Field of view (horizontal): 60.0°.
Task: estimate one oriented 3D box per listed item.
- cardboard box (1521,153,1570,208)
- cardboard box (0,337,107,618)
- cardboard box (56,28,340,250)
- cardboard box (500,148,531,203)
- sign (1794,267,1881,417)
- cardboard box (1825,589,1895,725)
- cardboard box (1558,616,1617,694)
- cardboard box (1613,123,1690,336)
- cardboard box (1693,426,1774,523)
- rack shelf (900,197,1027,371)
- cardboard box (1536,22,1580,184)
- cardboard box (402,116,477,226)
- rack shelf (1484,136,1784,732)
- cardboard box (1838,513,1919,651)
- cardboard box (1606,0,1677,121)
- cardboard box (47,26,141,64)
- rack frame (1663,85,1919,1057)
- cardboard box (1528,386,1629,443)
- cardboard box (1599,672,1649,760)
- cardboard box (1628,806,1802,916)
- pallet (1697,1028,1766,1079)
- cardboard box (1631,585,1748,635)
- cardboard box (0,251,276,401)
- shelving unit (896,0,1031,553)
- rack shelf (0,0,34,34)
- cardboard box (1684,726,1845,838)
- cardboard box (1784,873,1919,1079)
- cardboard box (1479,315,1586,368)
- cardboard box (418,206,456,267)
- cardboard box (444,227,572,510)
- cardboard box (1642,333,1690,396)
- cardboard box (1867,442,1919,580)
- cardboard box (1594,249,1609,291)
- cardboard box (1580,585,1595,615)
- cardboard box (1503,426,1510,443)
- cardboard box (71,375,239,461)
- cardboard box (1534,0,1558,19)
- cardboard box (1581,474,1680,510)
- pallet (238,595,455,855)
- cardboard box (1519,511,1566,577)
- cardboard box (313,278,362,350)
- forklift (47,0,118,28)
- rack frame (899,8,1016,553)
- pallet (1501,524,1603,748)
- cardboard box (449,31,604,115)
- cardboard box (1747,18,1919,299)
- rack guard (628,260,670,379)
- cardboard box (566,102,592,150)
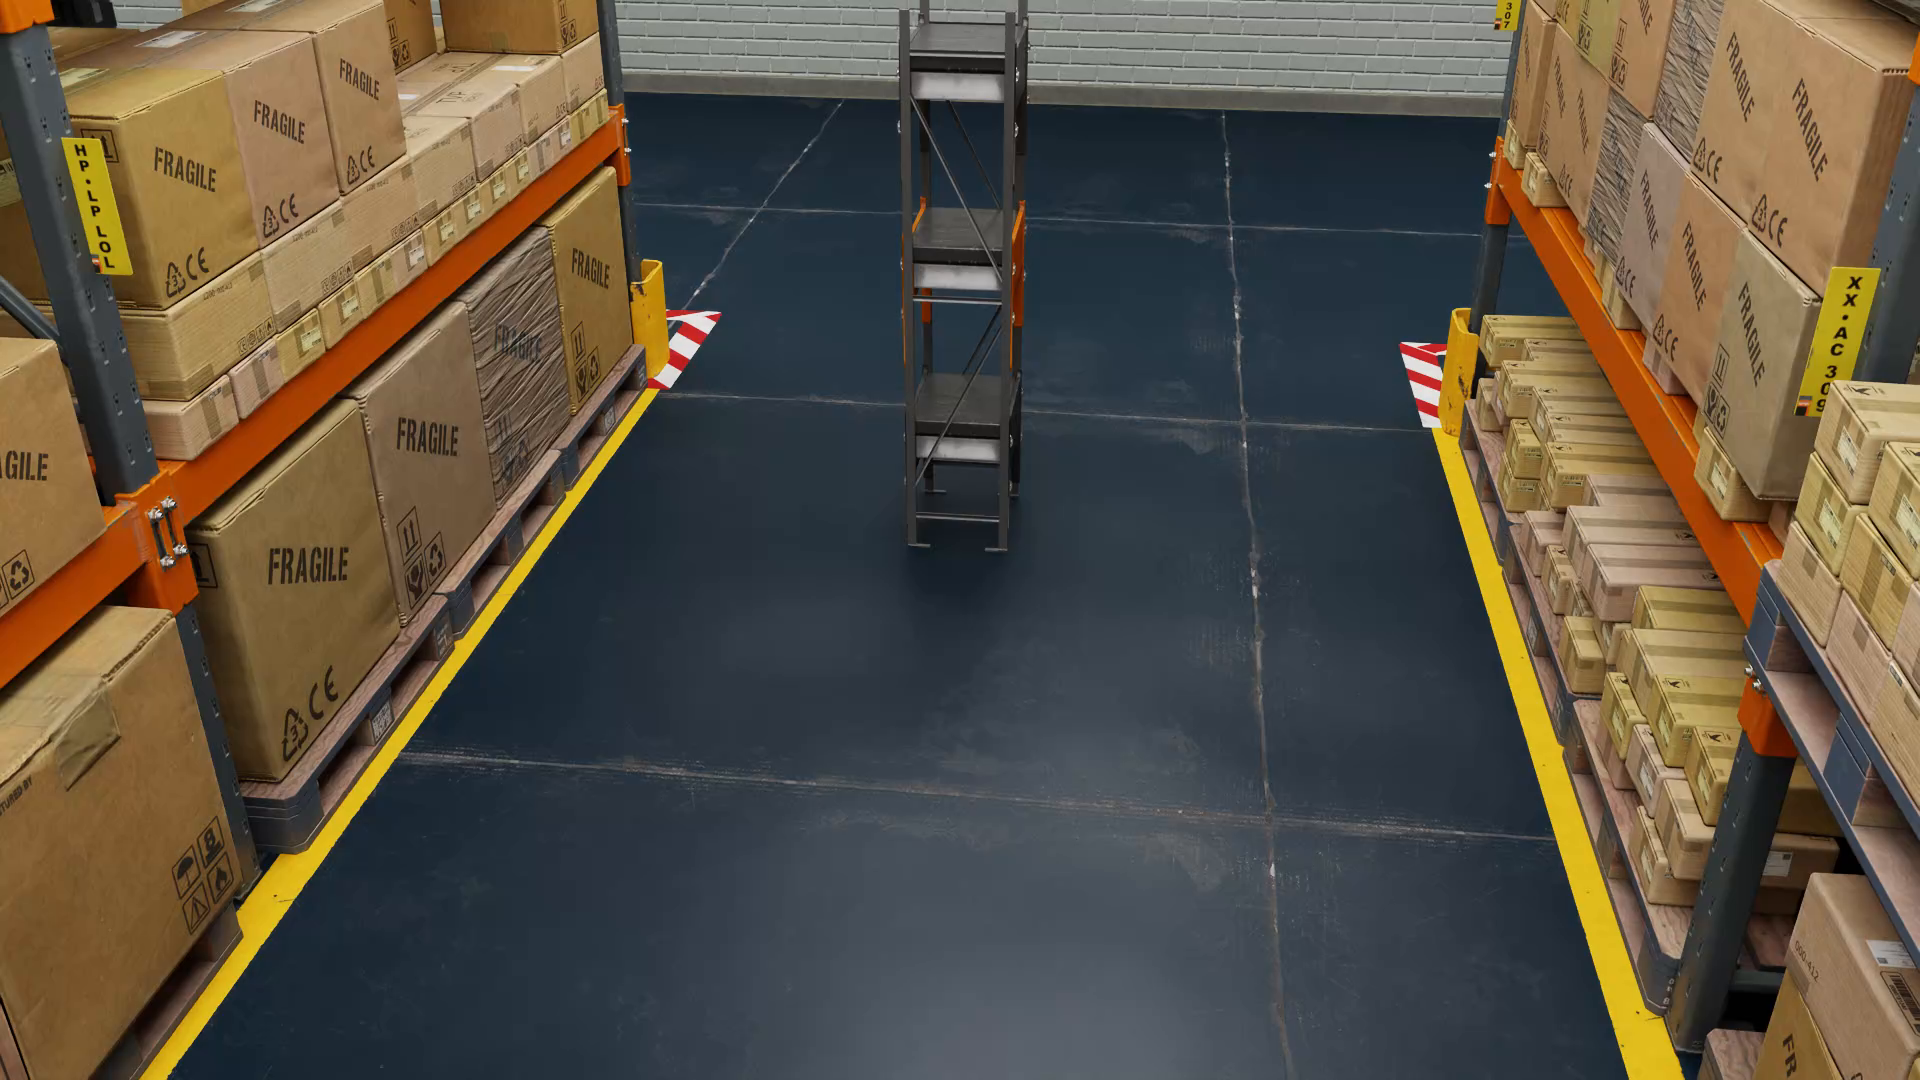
[{"bbox_3d":[2.397,-1.388,6.428,0.380,0.149,0.250,3,28,5],"label":"cardboard box"},{"bbox_3d":[-2.349,-0.138,3.739,0.500,0.500,0.500,3,29,6],"label":"cardboard box"},{"bbox_3d":[-2.182,-1.167,4.808,0.500,0.500,0.500,3,28,6],"label":"cardboard box"},{"bbox_3d":[-1.913,-1.435,6.516,0.380,0.149,0.250,3,28,5],"label":"cardboard box"},{"bbox_3d":[1.808,-0.404,3.424,0.100,0.325,0.005,3,28,6],"label":"sign"},{"bbox_3d":[1.815,0.221,3.000,0.380,0.149,0.250,4,29,7],"label":"cardboard box"},{"bbox_3d":[2.184,0.384,5.438,0.380,0.149,0.250,3,28,6],"label":"cardboard box"},{"bbox_3d":[2.254,-0.892,4.824,0.500,0.500,0.500,3,28,6],"label":"cardboard box"},{"bbox_3d":[2.074,-0.160,4.149,0.380,0.149,0.250,3,28,5],"label":"cardboard box"},{"bbox_3d":[0.020,-0.990,6.403,0.431,0.518,0.480,3,28,6],"label":"rack shelf"},{"bbox_3d":[2.468,-1.604,6.145,0.500,0.500,0.500,3,29,6],"label":"cardboard box"},{"bbox_3d":[-2.053,-1.311,5.865,0.500,0.250,0.500,3,29,6],"label":"cardboard box"},{"bbox_3d":[2.593,-0.619,5.495,1.077,0.370,4.000,3,28,6],"label":"rack shelf"},{"bbox_3d":[1.813,0.081,2.946,0.380,0.149,0.250,3,28,5],"label":"cardboard box"},{"bbox_3d":[2.319,-1.575,5.038,0.500,0.500,0.500,2,28,5],"label":"cardboard box"},{"bbox_3d":[-2.706,-1.193,4.856,0.500,0.500,0.500,4,29,7],"label":"cardboard box"},{"bbox_3d":[2.348,0.005,3.577,1.000,3.000,0.127,3,28,6],"label":"rack frame"},{"bbox_3d":[2.416,-0.473,6.401,0.380,0.149,0.250,2,28,4],"label":"cardboard box"},{"bbox_3d":[2.107,0.523,4.867,0.380,0.149,0.250,2,28,4],"label":"cardboard box"},{"bbox_3d":[2.058,0.871,4.533,0.380,0.149,0.250,4,29,7],"label":"cardboard box"},{"bbox_3d":[2.254,1.600,3.558,1.003,0.211,1.213,3,28,6],"label":"pallet"},{"bbox_3d":[2.258,0.273,5.016,0.380,0.149,0.250,4,29,8],"label":"cardboard box"},{"bbox_3d":[-2.245,-0.601,4.548,0.500,0.250,0.500,3,28,5],"label":"cardboard box"},{"bbox_3d":[0.020,-1.002,6.397,0.431,2.100,0.503,3,28,6],"label":"shelving unit"},{"bbox_3d":[-2.808,-0.393,1.912,1.077,0.370,4.000,3,28,6],"label":"rack shelf"},{"bbox_3d":[2.133,0.631,4.352,0.380,0.149,0.250,4,29,8],"label":"cardboard box"},{"bbox_3d":[1.995,0.923,3.276,0.500,0.250,0.500,2,28,4],"label":"cardboard box"},{"bbox_3d":[2.436,-0.842,7.087,0.380,0.149,0.250,2,28,4],"label":"cardboard box"},{"bbox_3d":[-2.007,-1.074,5.845,0.380,0.149,0.250,3,28,5],"label":"cardboard box"},{"bbox_3d":[-2.183,-0.729,6.737,0.875,0.875,0.875,3,28,6],"label":"cardboard box"},{"bbox_3d":[2.225,-0.531,4.839,0.380,0.149,0.250,2,28,4],"label":"cardboard box"},{"bbox_3d":[1.815,-0.040,2.857,0.380,0.149,0.250,4,29,8],"label":"cardboard box"},{"bbox_3d":[2.332,-0.896,5.516,0.380,0.149,0.250,4,29,8],"label":"cardboard box"},{"bbox_3d":[2.300,0.164,5.532,0.380,0.149,0.250,2,28,4],"label":"cardboard box"},{"bbox_3d":[2.505,-0.451,6.988,0.380,0.149,0.250,3,28,6],"label":"cardboard box"},{"bbox_3d":[-2.196,-0.340,4.483,0.380,0.149,0.250,3,29,6],"label":"cardboard box"},{"bbox_3d":[2.519,-2.297,6.377,0.500,0.500,0.500,3,28,6],"label":"cardboard box"},{"bbox_3d":[2.359,-0.098,5.705,0.380,0.149,0.250,3,29,6],"label":"cardboard box"},{"bbox_3d":[-2.392,0.544,5.518,1.003,0.211,1.213,3,28,6],"label":"pallet"},{"bbox_3d":[2.288,0.018,6.117,0.380,0.149,0.250,2,28,4],"label":"cardboard box"},{"bbox_3d":[-2.102,-0.711,5.173,0.380,0.149,0.250,3,28,5],"label":"cardboard box"},{"bbox_3d":[-4.455,-1.998,7.369,1.130,2.935,3.031,1,28,3],"label":"forklift"},{"bbox_3d":[-0.010,-0.887,6.183,0.400,2.100,0.015,3,28,6],"label":"rack frame"},{"bbox_3d":[2.542,0.339,5.898,1.003,0.211,1.213,3,28,6],"label":"pallet"},{"bbox_3d":[-1.868,-2.035,7.209,0.500,0.250,0.500,3,28,5],"label":"cardboard box"},{"bbox_3d":[2.137,-0.847,3.686,0.500,0.500,0.500,2,28,4],"label":"cardboard box"},{"bbox_3d":[-2.069,-1.124,8.309,1.175,0.500,0.348,3,28,6],"label":"rack guard"},{"bbox_3d":[-1.819,-1.793,7.181,0.380,0.149,0.250,4,29,7],"label":"cardboard box"}]
